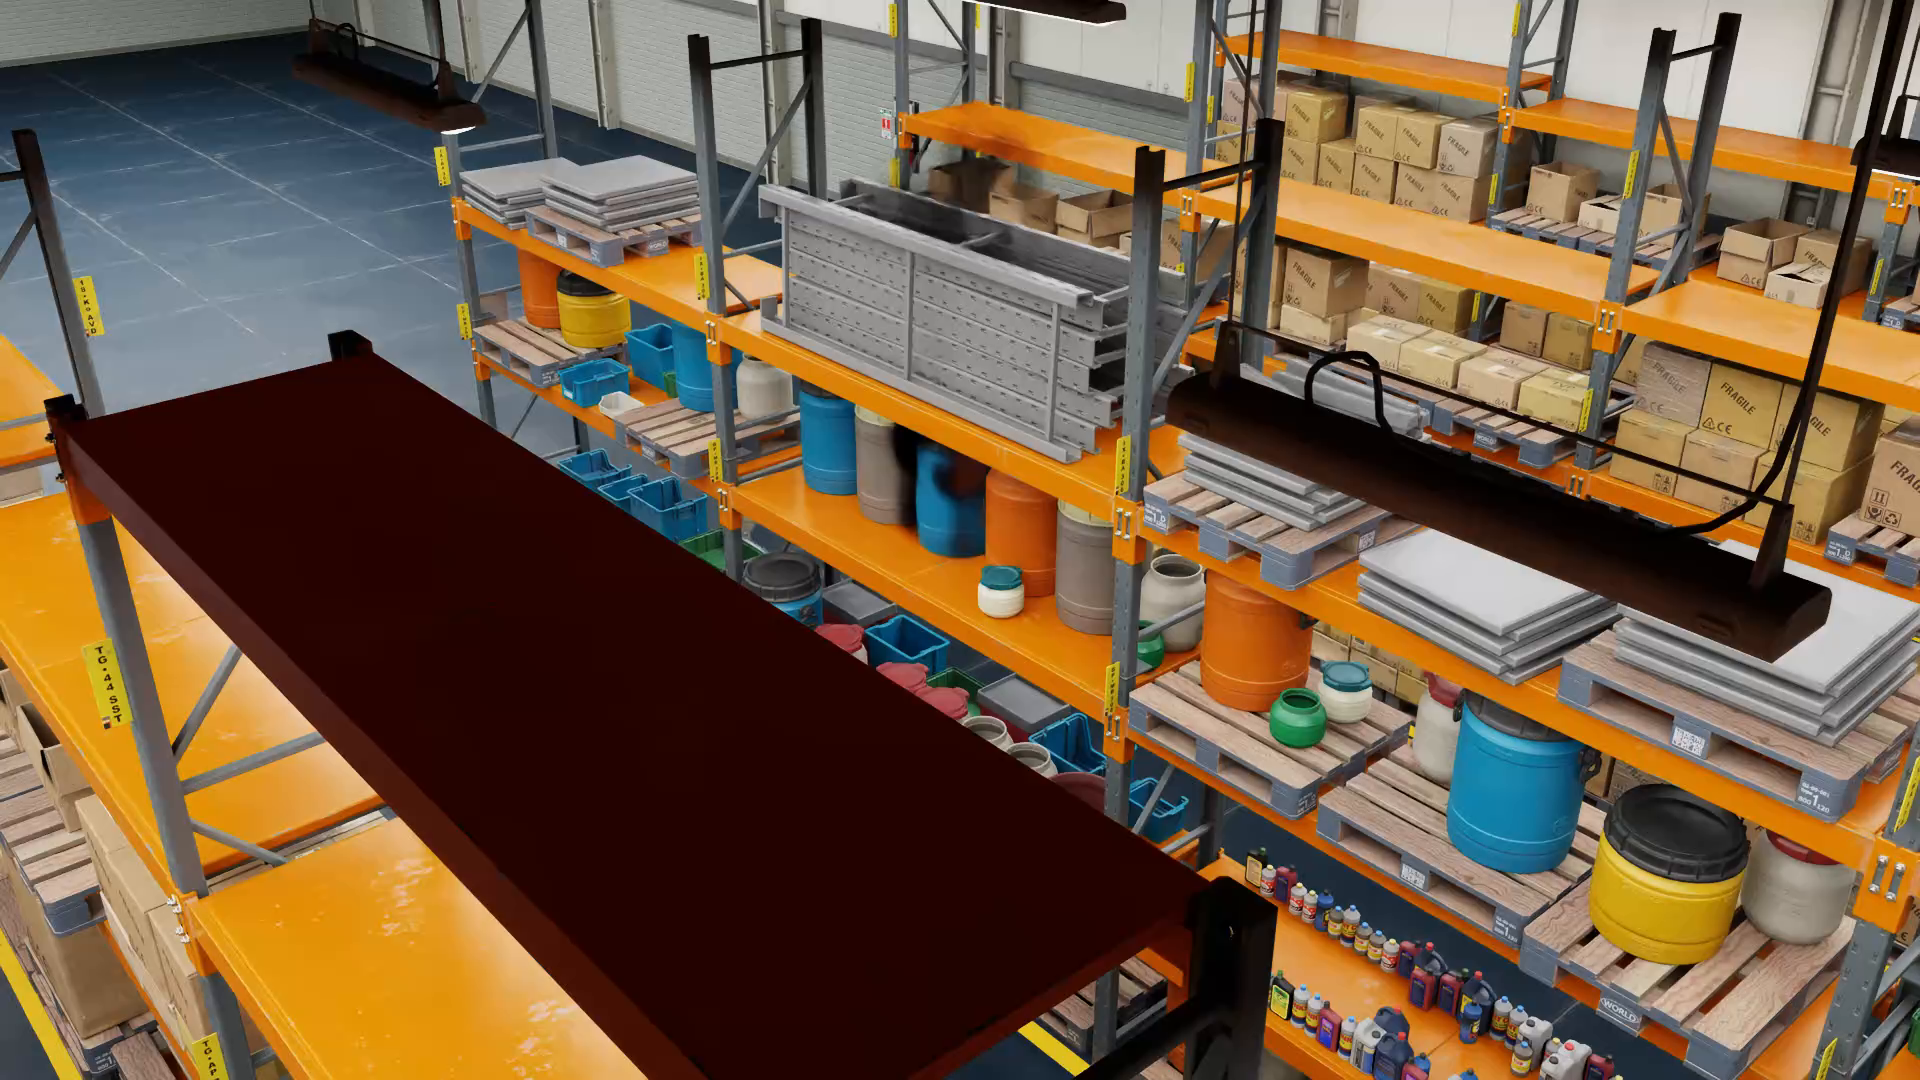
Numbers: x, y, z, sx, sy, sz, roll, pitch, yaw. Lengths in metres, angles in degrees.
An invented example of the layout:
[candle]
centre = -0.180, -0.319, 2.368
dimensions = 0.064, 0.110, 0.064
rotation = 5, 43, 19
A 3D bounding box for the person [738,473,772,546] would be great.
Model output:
[person]
centre = -2.067, -0.347, 16.339
dimensions = 0.632, 1.742, 0.671
rotation = 20, 33, 33
